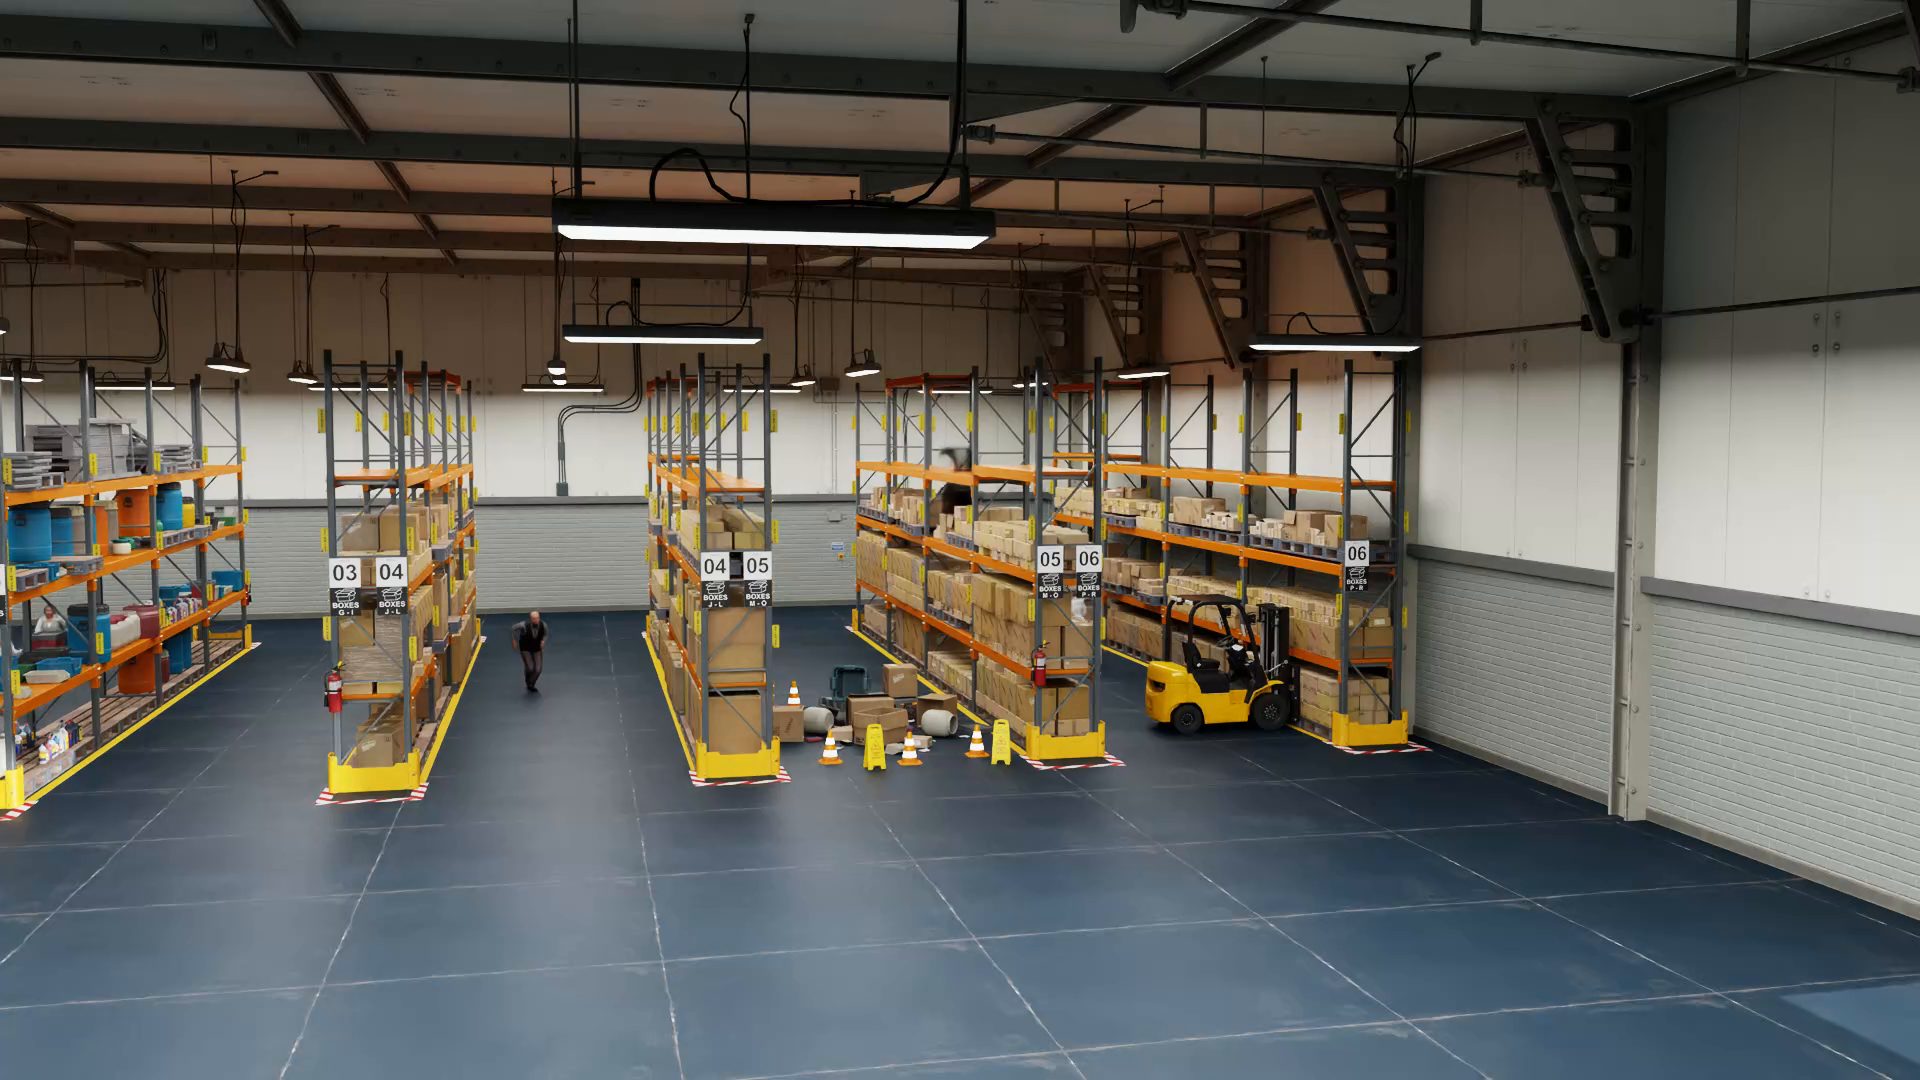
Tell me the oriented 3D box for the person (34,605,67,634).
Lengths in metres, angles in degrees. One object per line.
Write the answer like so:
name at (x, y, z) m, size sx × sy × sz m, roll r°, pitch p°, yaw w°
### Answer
person at (-17.089, 2.008, 31.292) m, size 0.496 × 1.626 × 0.824 m, roll -1°, pitch 4°, yaw -9°

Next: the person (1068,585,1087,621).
person at (2.446, 1.781, 34.701) m, size 0.608 × 1.643 × 0.719 m, roll -2°, pitch 5°, yaw -31°

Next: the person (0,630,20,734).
person at (-15.604, 2.272, 26.992) m, size 0.665 × 1.729 × 0.746 m, roll -2°, pitch 4°, yaw -23°

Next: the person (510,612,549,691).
person at (-7.989, 2.085, 30.909) m, size 0.691 × 1.542 × 0.816 m, roll -2°, pitch 4°, yaw -26°
